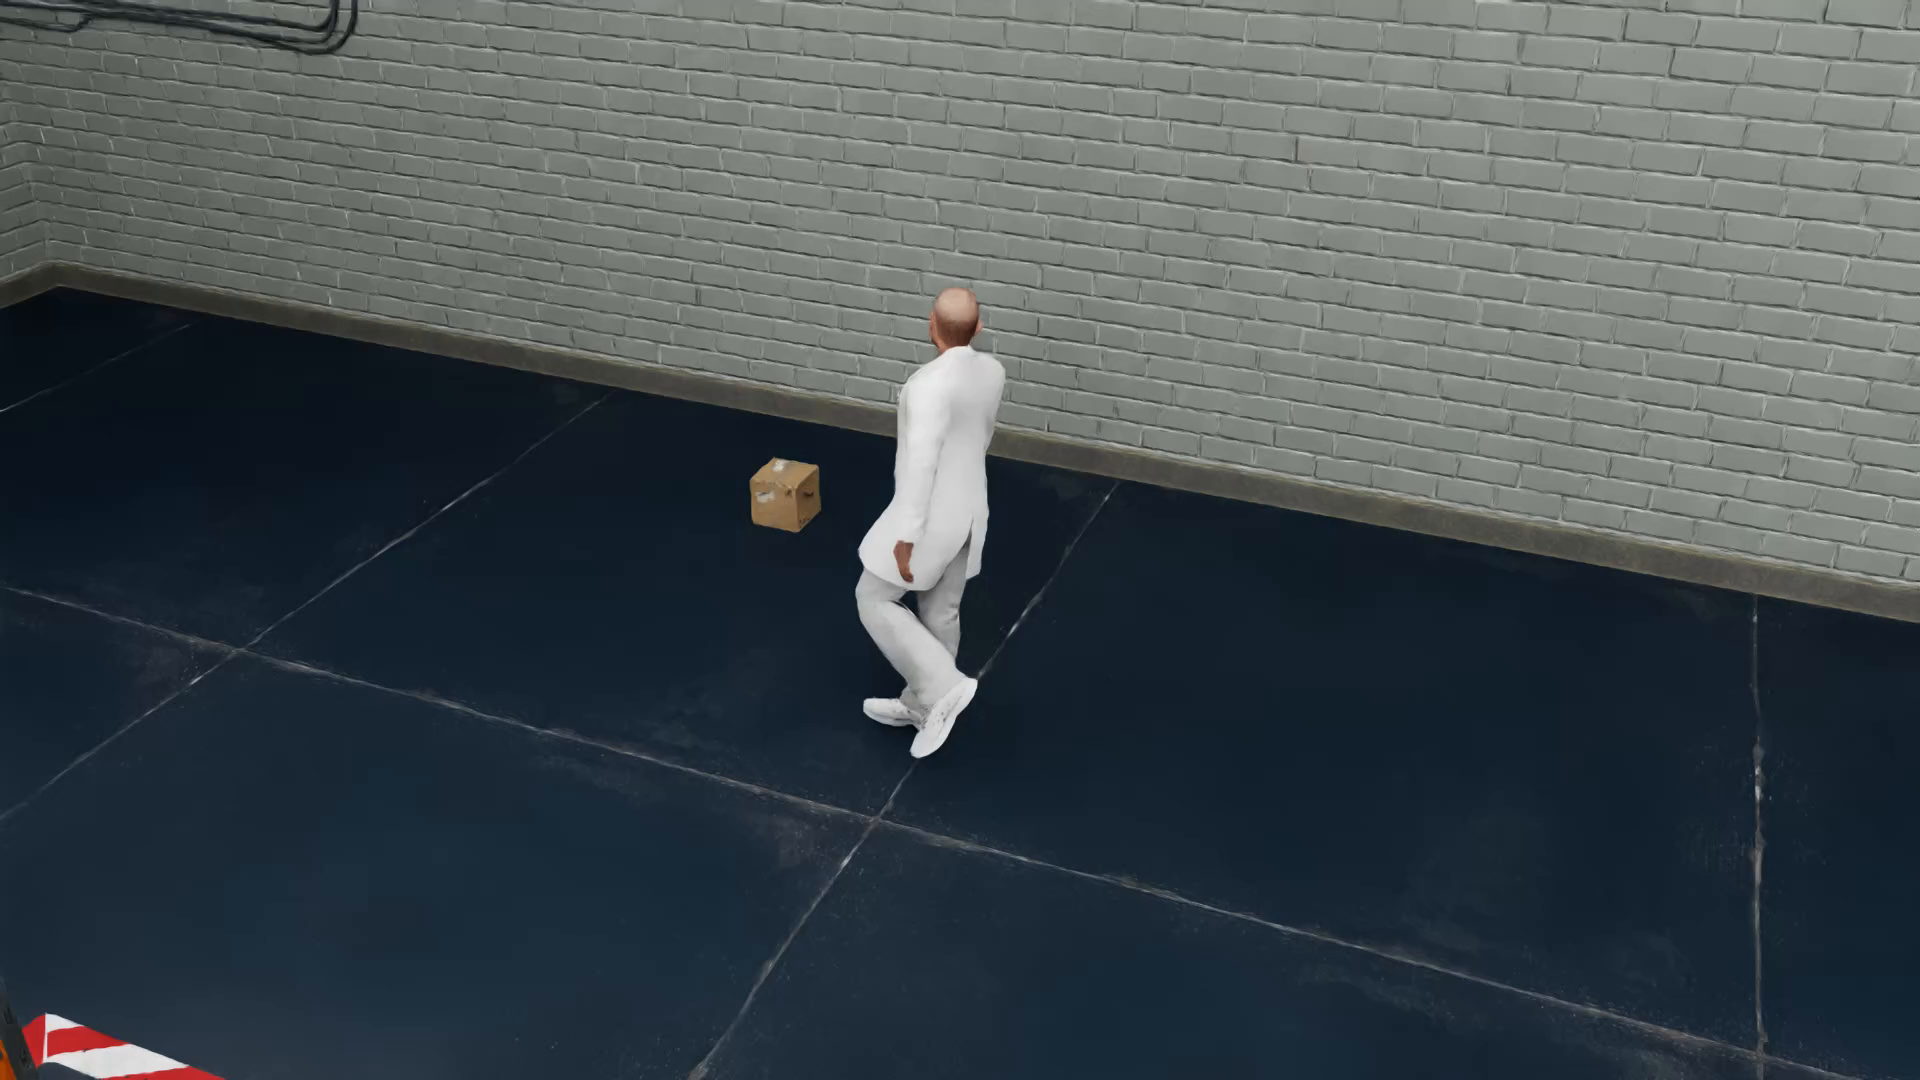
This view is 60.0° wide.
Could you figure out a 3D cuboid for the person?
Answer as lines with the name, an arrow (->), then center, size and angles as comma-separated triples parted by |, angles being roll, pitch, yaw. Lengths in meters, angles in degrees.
person -> -0.080, -0.060, 6.251 | 0.561, 1.748, 0.756 | 18, 34, 28
